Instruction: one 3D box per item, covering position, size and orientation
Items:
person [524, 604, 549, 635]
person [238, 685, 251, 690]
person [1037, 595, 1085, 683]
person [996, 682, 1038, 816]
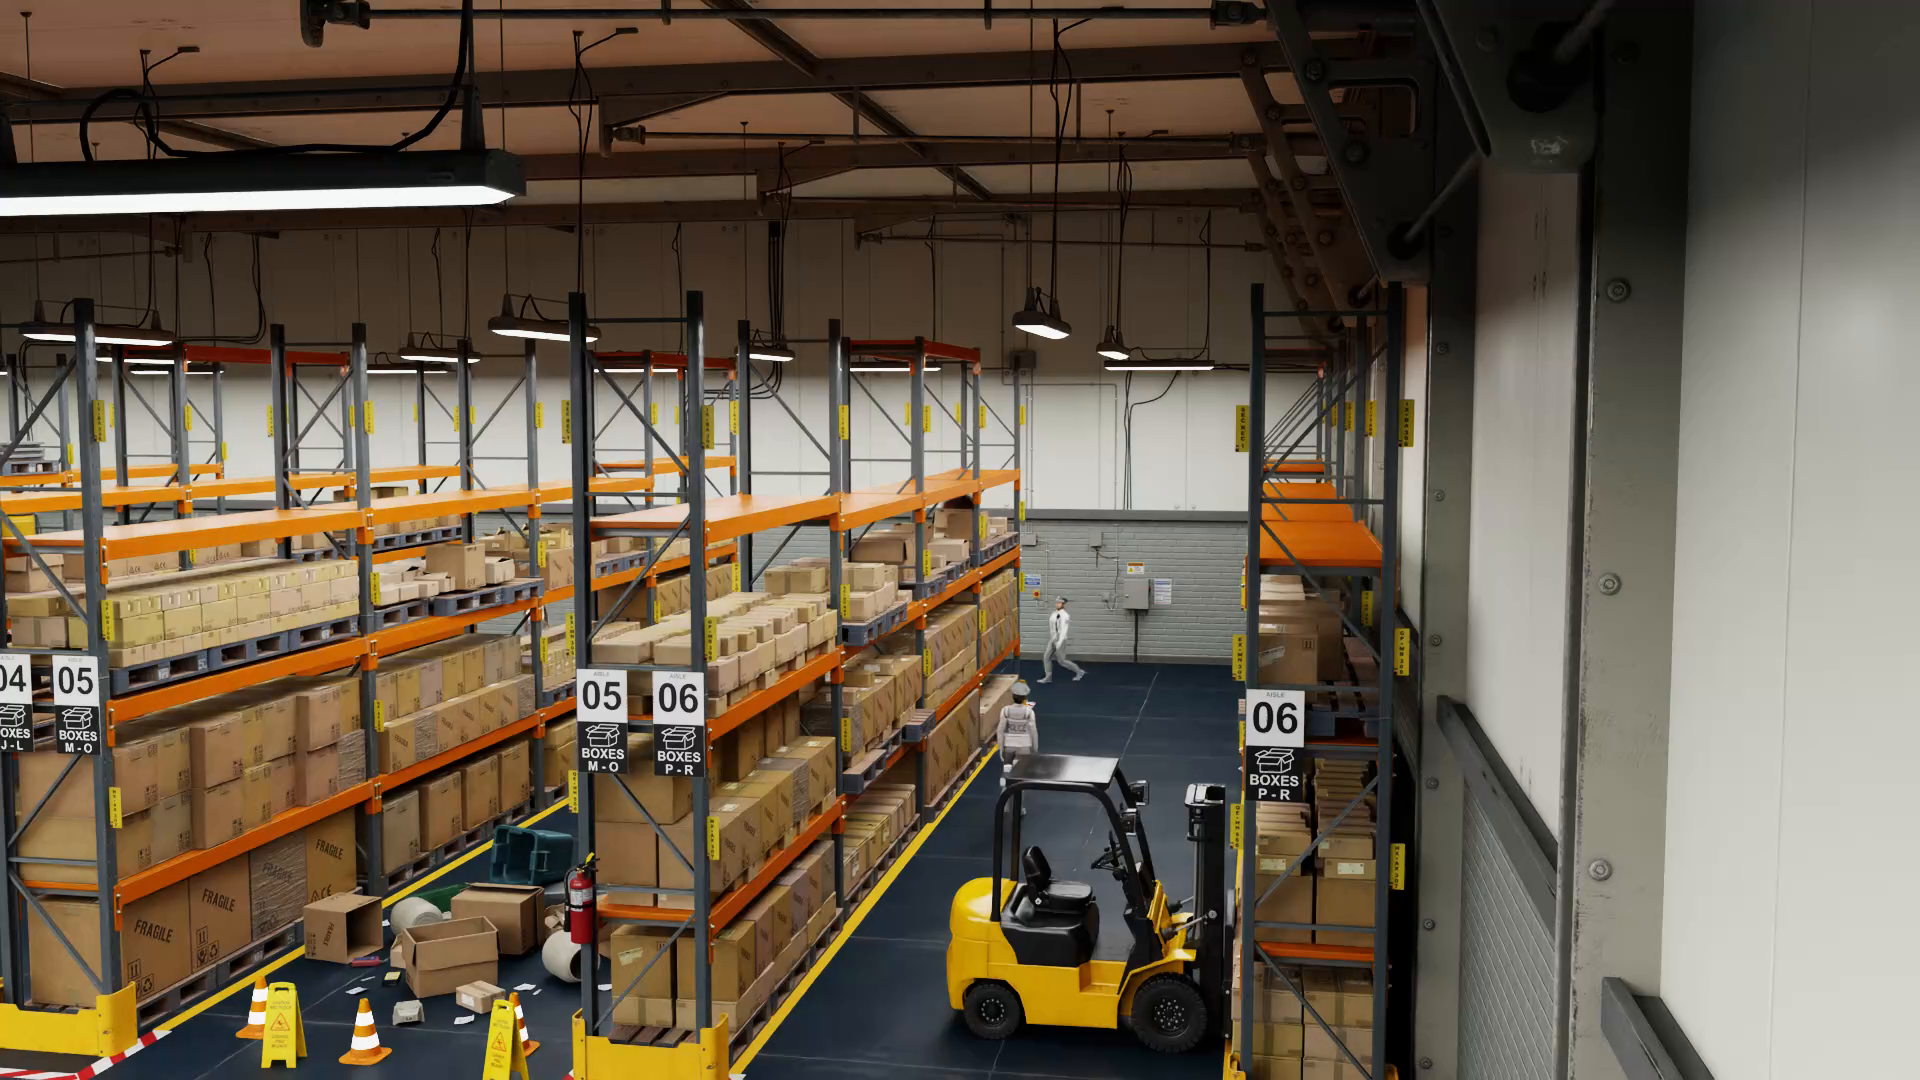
[{"bbox_3d":[-8.494,1.669,33.325,0.491,1.704,0.459,-1,5,-17],"label":"person"},{"bbox_3d":[-9.183,2.553,21.558,0.465,1.798,0.563,-4,6,-42],"label":"person"},{"bbox_3d":[1.863,1.847,30.889,0.860,1.636,0.528,-1,5,-7],"label":"person"},{"bbox_3d":[0.728,2.622,20.903,0.498,1.683,0.447,1,5,16],"label":"person"}]
